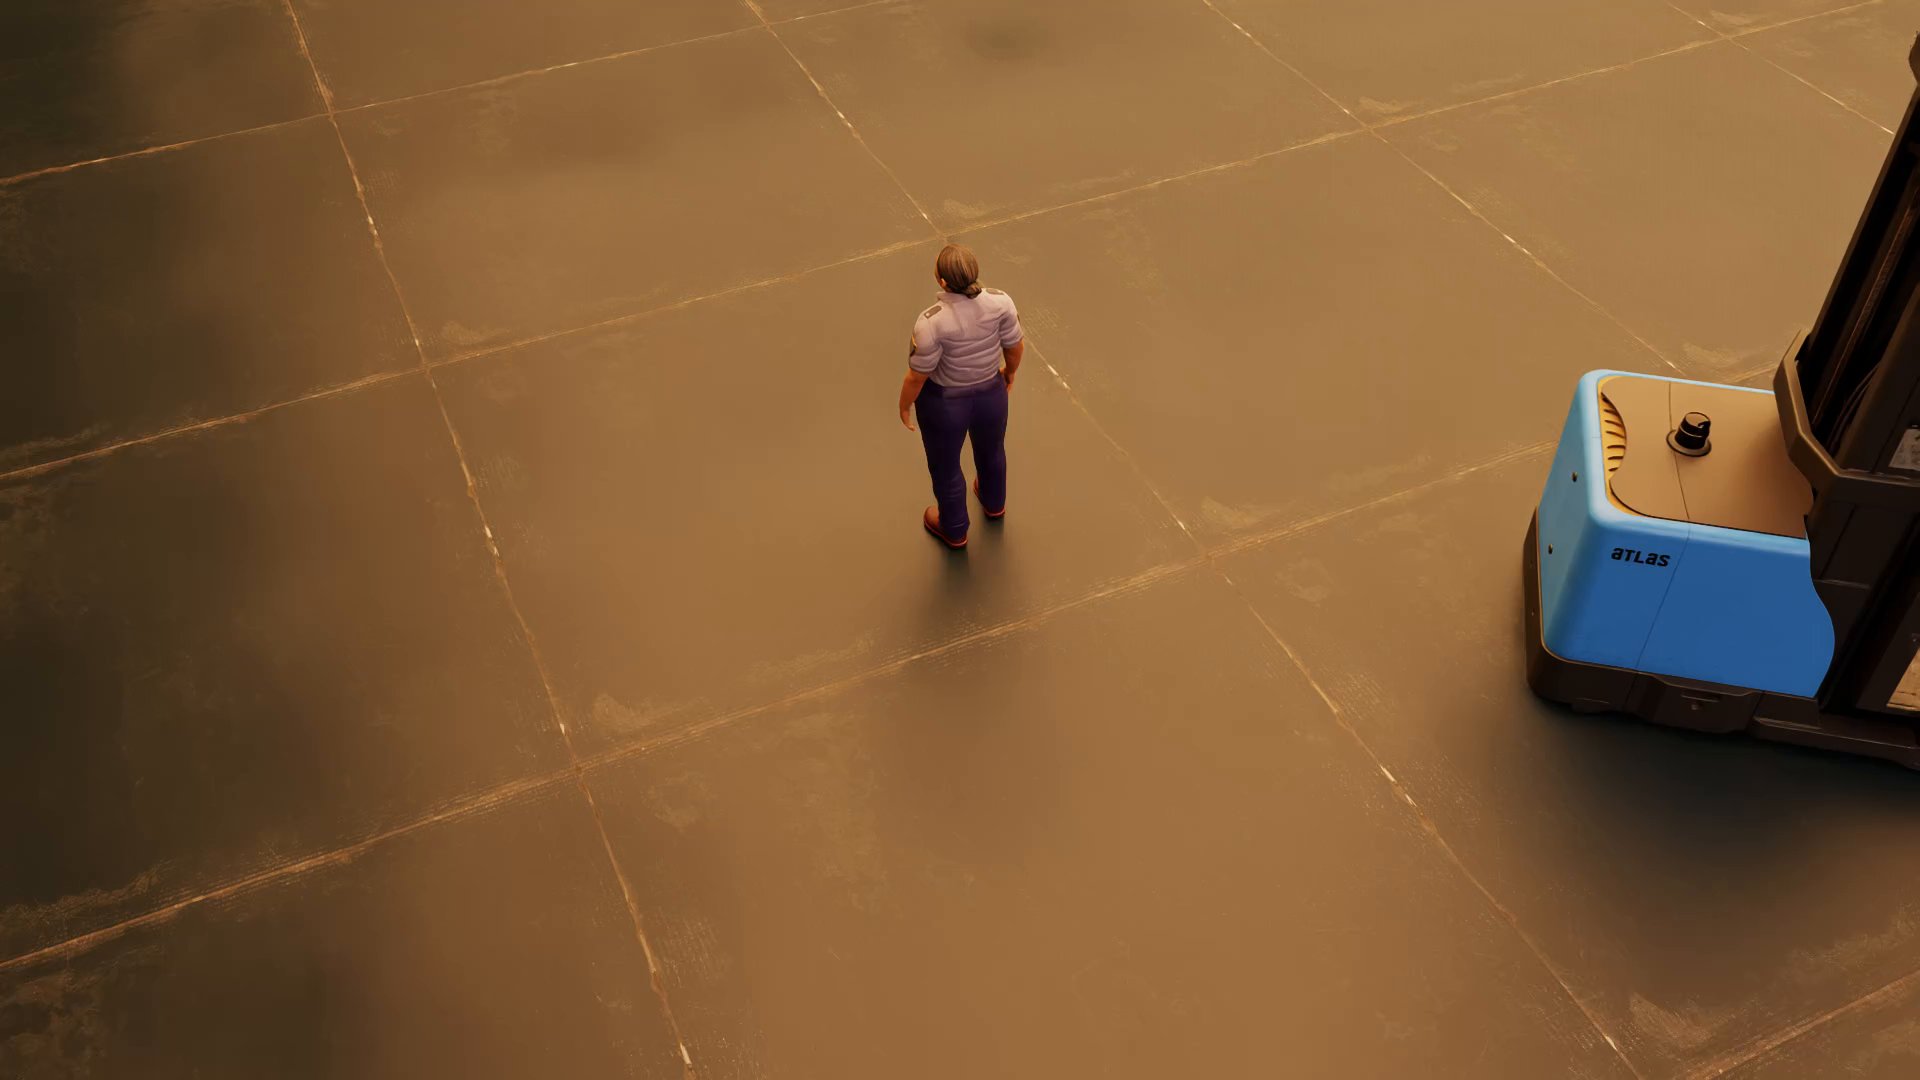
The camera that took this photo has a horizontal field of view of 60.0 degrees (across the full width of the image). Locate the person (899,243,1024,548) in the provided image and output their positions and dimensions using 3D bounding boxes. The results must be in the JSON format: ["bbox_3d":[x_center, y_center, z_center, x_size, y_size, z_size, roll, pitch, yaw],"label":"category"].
[{"bbox_3d":[-0.017,-0.666,7.330,0.598,1.640,0.503,-18,46,-18],"label":"person"}]

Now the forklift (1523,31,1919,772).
[{"bbox_3d":[3.990,-0.480,6.194,3.031,2.935,1.130,9,44,9],"label":"forklift"}]
